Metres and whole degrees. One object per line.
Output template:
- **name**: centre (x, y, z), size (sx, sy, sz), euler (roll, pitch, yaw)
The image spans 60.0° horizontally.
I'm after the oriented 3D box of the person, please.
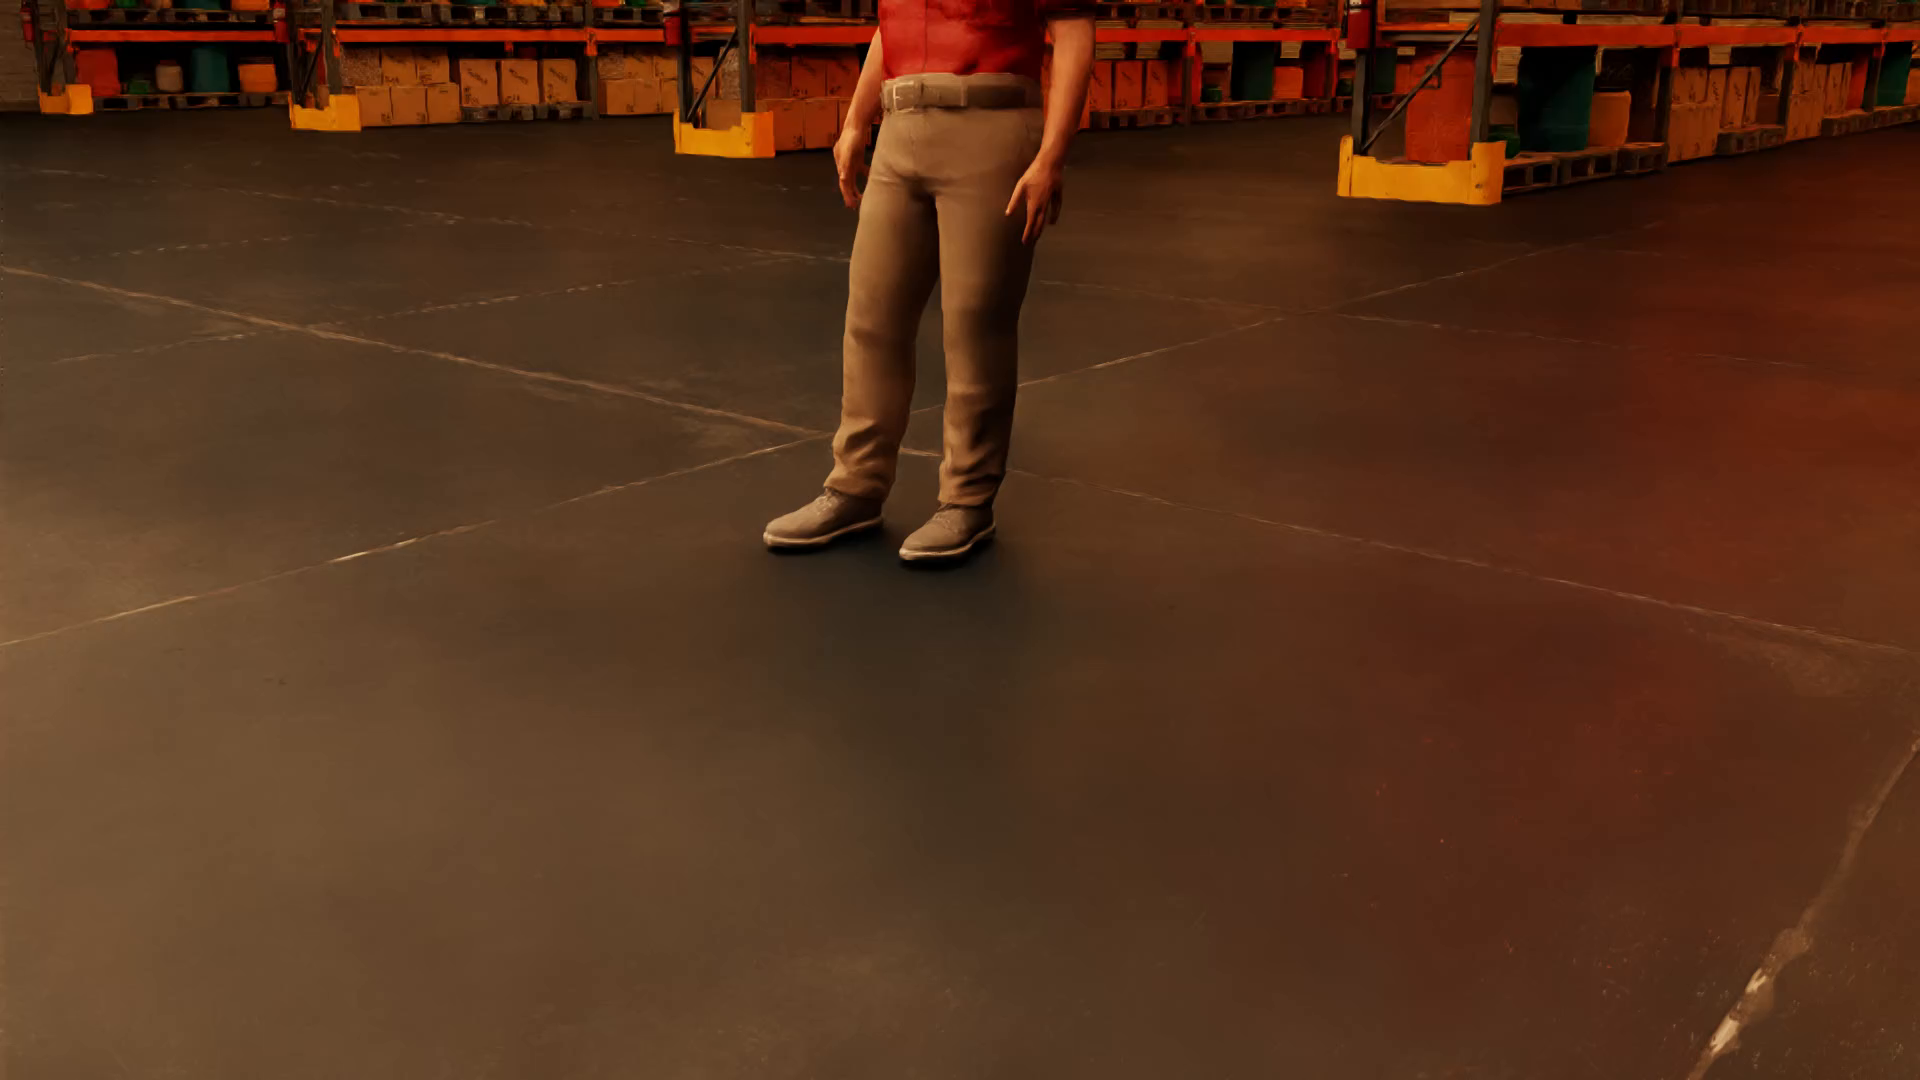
- **person**: centre (-0.066, -0.816, 3.630), size (0.640, 1.726, 0.550), euler (13, 21, 37)
